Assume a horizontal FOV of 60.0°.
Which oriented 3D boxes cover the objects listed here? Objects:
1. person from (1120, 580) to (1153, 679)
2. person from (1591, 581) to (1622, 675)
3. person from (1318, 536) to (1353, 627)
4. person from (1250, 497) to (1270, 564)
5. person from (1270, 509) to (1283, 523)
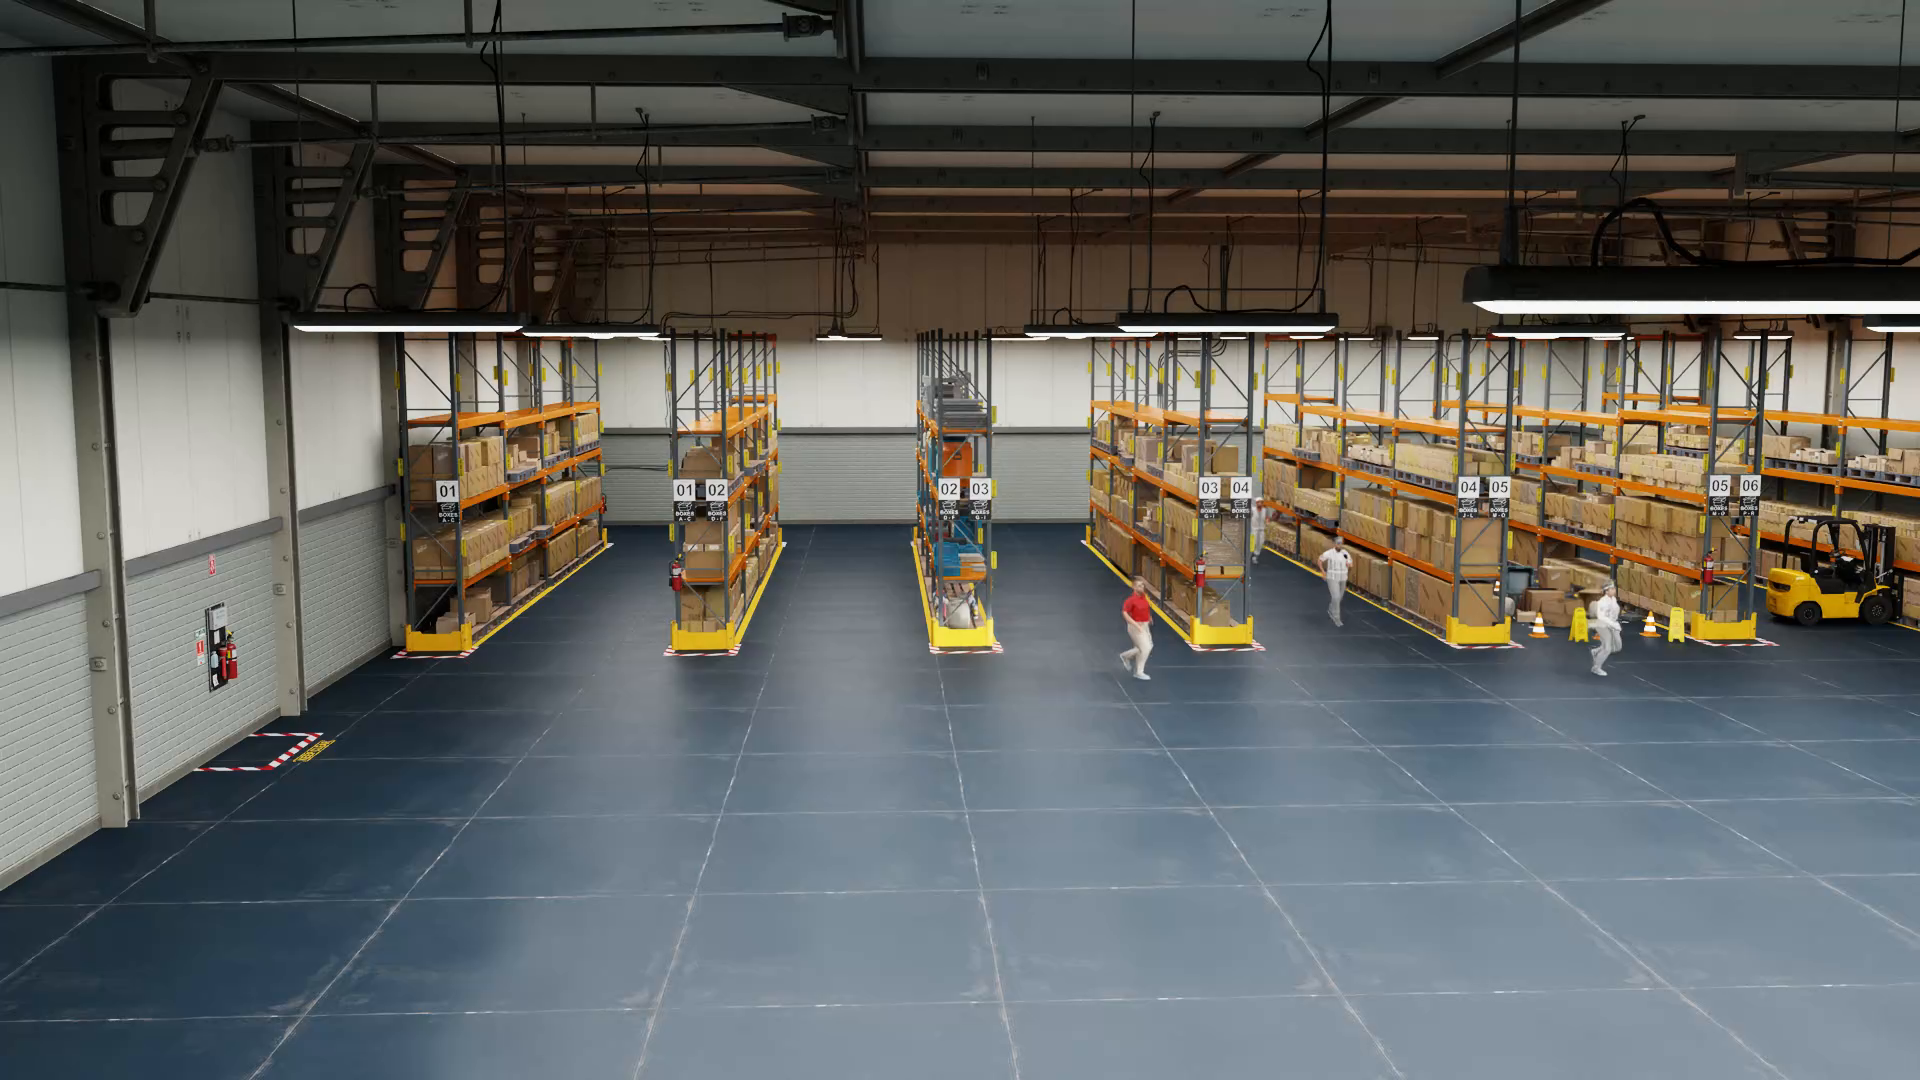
[{"bbox_3d":[3.022,1.527,28.626,0.612,1.705,0.658,4,8,33],"label":"person"},{"bbox_3d":[11.243,1.520,28.838,0.650,1.660,0.610,-6,9,-40],"label":"person"},{"bbox_3d":[7.723,0.825,34.066,0.646,1.818,0.878,-2,7,-17],"label":"person"},{"bbox_3d":[7.777,-0.257,43.476,0.662,1.737,0.582,-1,7,-9],"label":"person"},{"bbox_3d":[9.374,-0.874,49.182,0.856,1.609,0.592,0,7,1],"label":"person"}]
